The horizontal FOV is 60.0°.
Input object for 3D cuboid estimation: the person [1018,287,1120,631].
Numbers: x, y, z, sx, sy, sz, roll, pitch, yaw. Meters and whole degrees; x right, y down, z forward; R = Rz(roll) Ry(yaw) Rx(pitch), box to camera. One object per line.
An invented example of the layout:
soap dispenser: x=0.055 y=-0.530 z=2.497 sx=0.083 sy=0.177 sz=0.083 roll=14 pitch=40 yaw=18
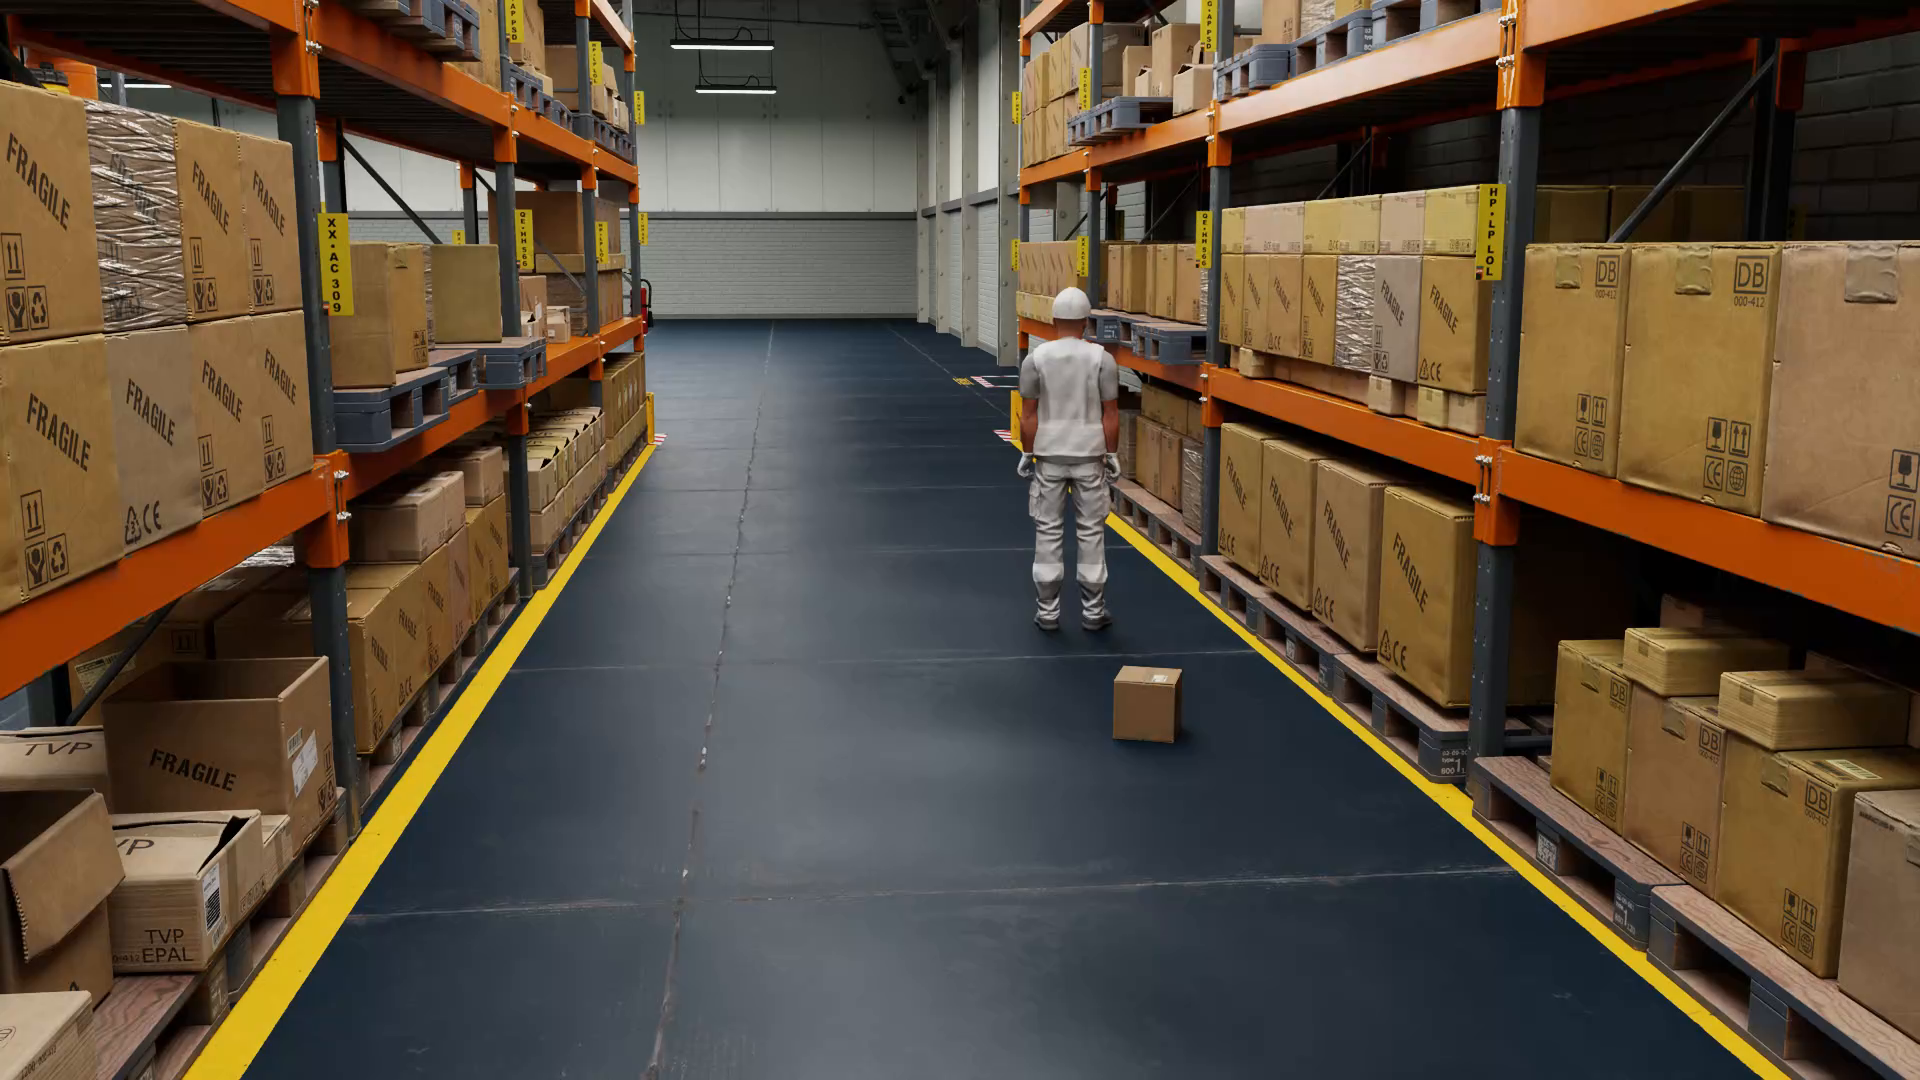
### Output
person: x=0.573 y=-0.422 z=8.734 sx=0.534 sy=1.796 sz=0.355 roll=1 pitch=10 yaw=6
